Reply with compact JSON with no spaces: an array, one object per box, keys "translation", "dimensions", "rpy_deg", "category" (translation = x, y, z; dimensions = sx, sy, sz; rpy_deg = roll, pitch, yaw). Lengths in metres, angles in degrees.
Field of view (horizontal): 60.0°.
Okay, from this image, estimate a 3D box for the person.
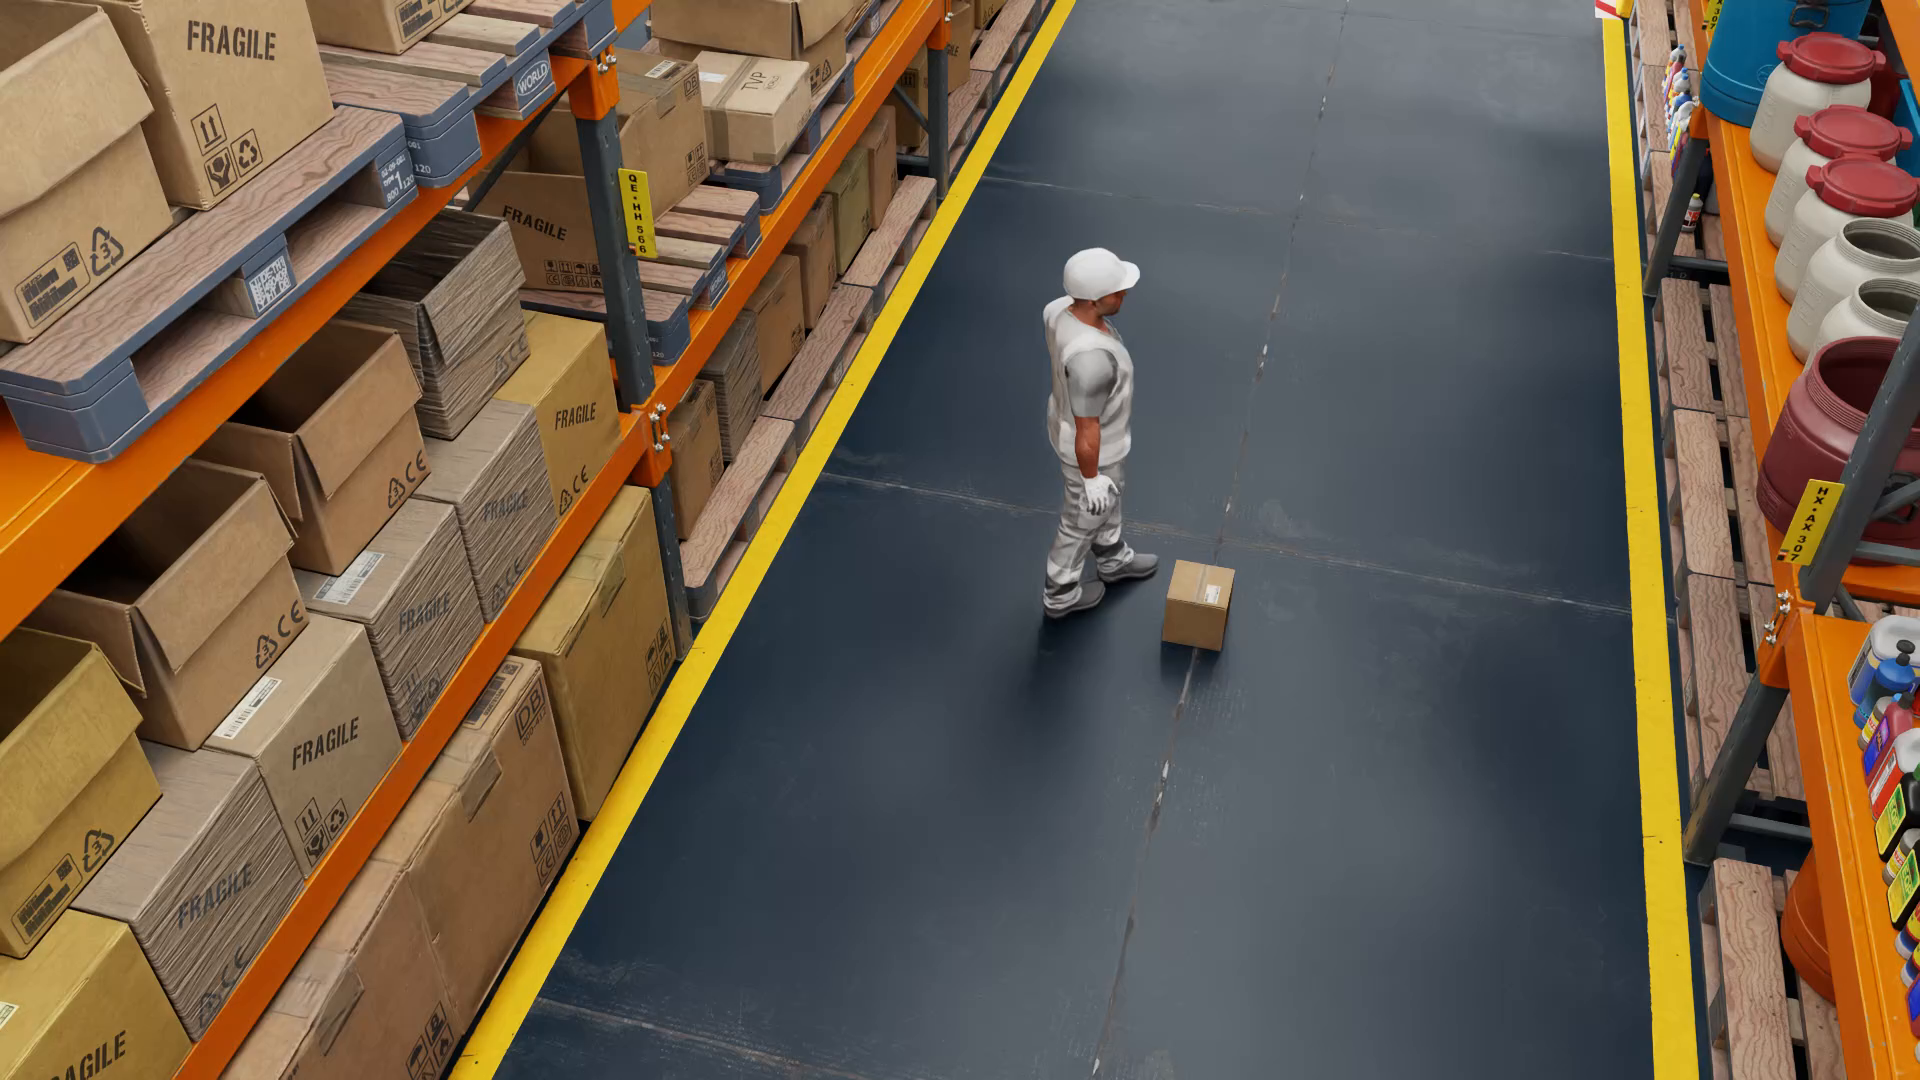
[{"translation":[0.628,-0.399,6.590],"dimensions":[0.587,1.788,0.577],"rpy_deg":[-6,41,-7],"category":"person"}]
